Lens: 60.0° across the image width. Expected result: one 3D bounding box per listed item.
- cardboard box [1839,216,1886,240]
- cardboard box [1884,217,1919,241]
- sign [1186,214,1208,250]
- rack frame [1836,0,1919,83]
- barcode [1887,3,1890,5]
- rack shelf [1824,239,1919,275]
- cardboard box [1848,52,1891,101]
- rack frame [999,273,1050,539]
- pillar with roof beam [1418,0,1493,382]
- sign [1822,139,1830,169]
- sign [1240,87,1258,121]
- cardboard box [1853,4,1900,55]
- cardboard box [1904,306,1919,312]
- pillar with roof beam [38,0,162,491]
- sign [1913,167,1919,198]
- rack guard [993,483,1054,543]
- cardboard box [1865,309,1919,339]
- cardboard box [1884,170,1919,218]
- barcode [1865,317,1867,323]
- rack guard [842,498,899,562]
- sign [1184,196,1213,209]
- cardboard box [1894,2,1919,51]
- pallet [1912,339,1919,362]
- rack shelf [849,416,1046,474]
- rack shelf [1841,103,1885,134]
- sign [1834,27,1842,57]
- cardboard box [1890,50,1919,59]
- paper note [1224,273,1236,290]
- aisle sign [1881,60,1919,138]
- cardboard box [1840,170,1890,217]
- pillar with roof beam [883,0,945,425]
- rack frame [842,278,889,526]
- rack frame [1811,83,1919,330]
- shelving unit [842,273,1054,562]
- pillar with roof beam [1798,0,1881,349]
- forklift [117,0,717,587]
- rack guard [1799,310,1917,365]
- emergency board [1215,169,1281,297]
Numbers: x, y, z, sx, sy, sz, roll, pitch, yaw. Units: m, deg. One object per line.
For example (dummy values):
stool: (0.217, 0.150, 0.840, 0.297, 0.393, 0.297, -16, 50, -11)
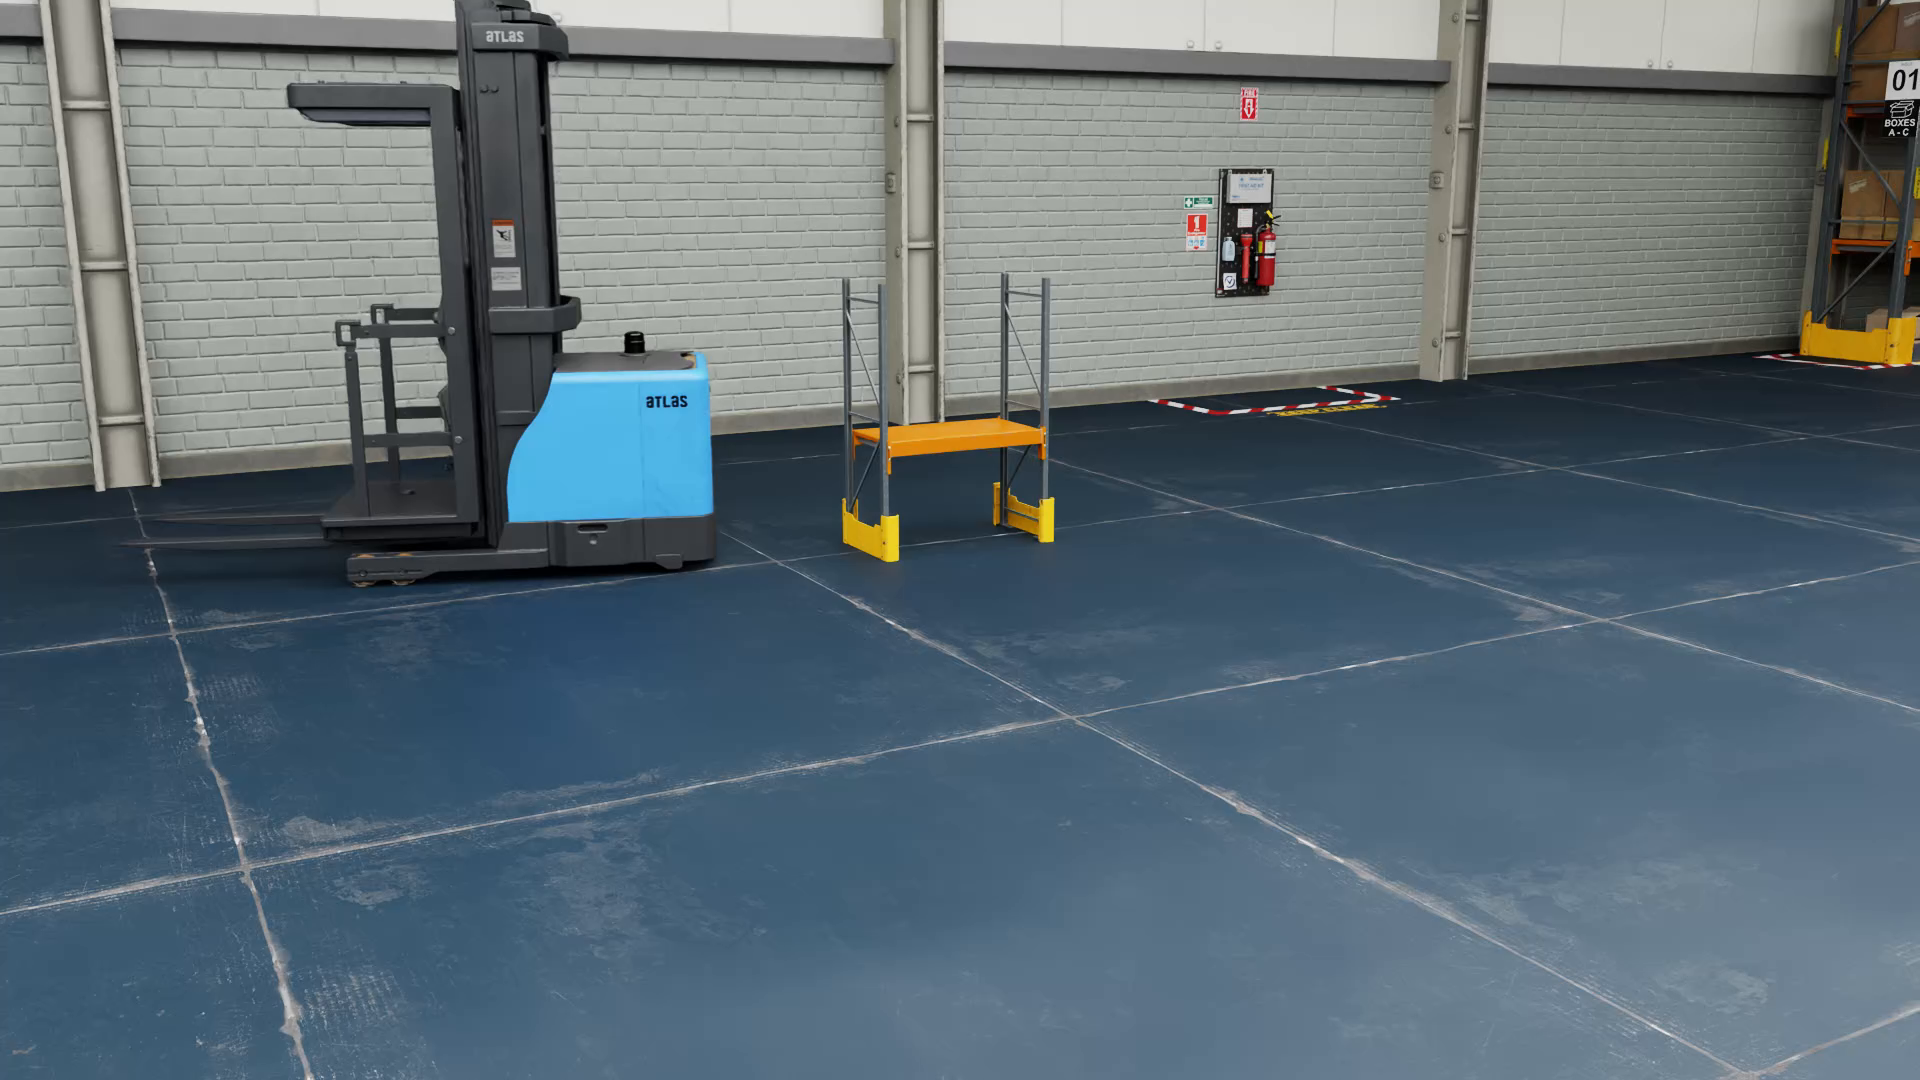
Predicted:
cardboard box: (10.278, -3.513, 18.683, 0.500, 0.250, 0.500, -7, 14, -27)
cardboard box: (10.541, -3.417, 18.255, 0.500, 0.250, 0.500, -7, 15, -29)
sign: (2.172, -2.826, 15.251, 0.234, 0.329, 0.001, -7, 14, -28)
rack frame: (9.960, -6.417, 17.626, 0.127, 3.000, 1.000, -7, 14, -28)
barcode: (10.344, -5.954, 18.529, 0.075, 0.075, 0.001, -7, 14, -28)
rack shelf: (11.716, -3.349, 19.298, 4.000, 0.370, 1.077, -7, 14, -28)
cardboard box: (10.205, -5.105, 18.354, 0.500, 0.500, 0.500, -6, 14, -24)
rack frame: (0.371, -0.776, 9.642, 0.032, 1.500, 0.500, -7, 14, -28)
pillar with roof beam: (6.957, -5.196, 12.203, 0.400, 9.000, 9.100, -7, 14, -28)
sign: (9.712, -4.318, 18.607, 0.005, 0.325, 0.100, -7, 14, -28)
sign: (2.652, -3.996, 15.252, 0.199, 0.298, 0.001, -7, 14, -28)
cardboard box: (10.214, -5.595, 18.258, 0.500, 0.500, 0.500, -6, 14, -25)
cardboard box: (11.111, -2.508, 19.044, 0.500, 0.311, 0.500, -6, 14, -23)
pillar with roof beam: (-3.576, -3.934, 6.593, 0.400, 9.000, 9.100, -7, 14, -28)
sign: (10.221, -3.808, 17.725, 0.005, 0.325, 0.100, -7, 14, -28)
rack guard: (0.370, -0.166, 9.779, 0.087, 0.250, 0.587, -7, 14, -28)
cardboard box: (10.611, -2.448, 18.778, 0.500, 0.311, 0.500, -9, 15, -34)
cardboard box: (10.523, -3.785, 18.182, 0.500, 0.500, 0.500, -7, 14, -28)
barcode: (10.435, -2.532, 19.128, 0.075, 0.075, 0.001, -7, 14, -28)
rack guard: (-0.504, -0.062, 9.313, 0.087, 0.250, 0.587, -7, 14, -28)
sign: (2.180, -3.083, 15.187, 0.331, 0.109, 0.001, -7, 14, -28)
cardboard box: (10.415, -5.493, 17.804, 0.500, 0.500, 0.500, -8, 15, -32)
pallet: (10.757, -2.216, 18.976, 1.213, 0.211, 1.003, -7, 14, -28)
rack shelf: (-0.075, -0.547, 9.444, 1.000, 0.185, 0.538, -7, 14, -28)
rack shelf: (11.716, -4.813, 18.969, 4.000, 0.370, 1.077, -7, 14, -28)
sign: (9.712, -5.494, 18.343, 0.005, 0.325, 0.100, -7, 14, -28)
cardboard box: (10.374, -4.999, 17.884, 0.500, 0.500, 0.500, -6, 14, -26)
paper note: (2.518, -2.411, 15.498, 0.142, 0.148, 0.016, -7, 14, -28)
aisle sign: (10.041, -4.693, 17.708, 0.004, 0.787, 0.394, -7, 14, -28)
cardboard box: (10.272, -3.883, 18.619, 0.500, 0.500, 0.500, -7, 14, -28)
pillar with roof beam: (1.690, -4.565, 9.398, 0.400, 9.000, 9.100, -7, 14, -28)
rack frame: (-0.521, -0.669, 9.167, 0.032, 1.500, 0.500, -7, 14, -28)
rack frame: (9.960, -3.490, 18.284, 0.127, 3.000, 1.000, -7, 14, -28)
shelving unit: (-0.067, -0.724, 9.409, 1.083, 1.500, 0.587, -7, 14, -28)
pillar with roof beam: (12.223, -5.827, 15.007, 0.400, 9.000, 9.100, -7, 14, -28)
forklift: (-2.866, -1.314, 8.772, 3.031, 2.935, 1.130, -2, 13, -9)
rack guard: (10.027, -2.278, 18.594, 0.348, 0.500, 1.175, -7, 14, -28)
emergency board: (2.707, -2.846, 15.425, 0.643, 1.169, 0.194, -7, 14, -28)
